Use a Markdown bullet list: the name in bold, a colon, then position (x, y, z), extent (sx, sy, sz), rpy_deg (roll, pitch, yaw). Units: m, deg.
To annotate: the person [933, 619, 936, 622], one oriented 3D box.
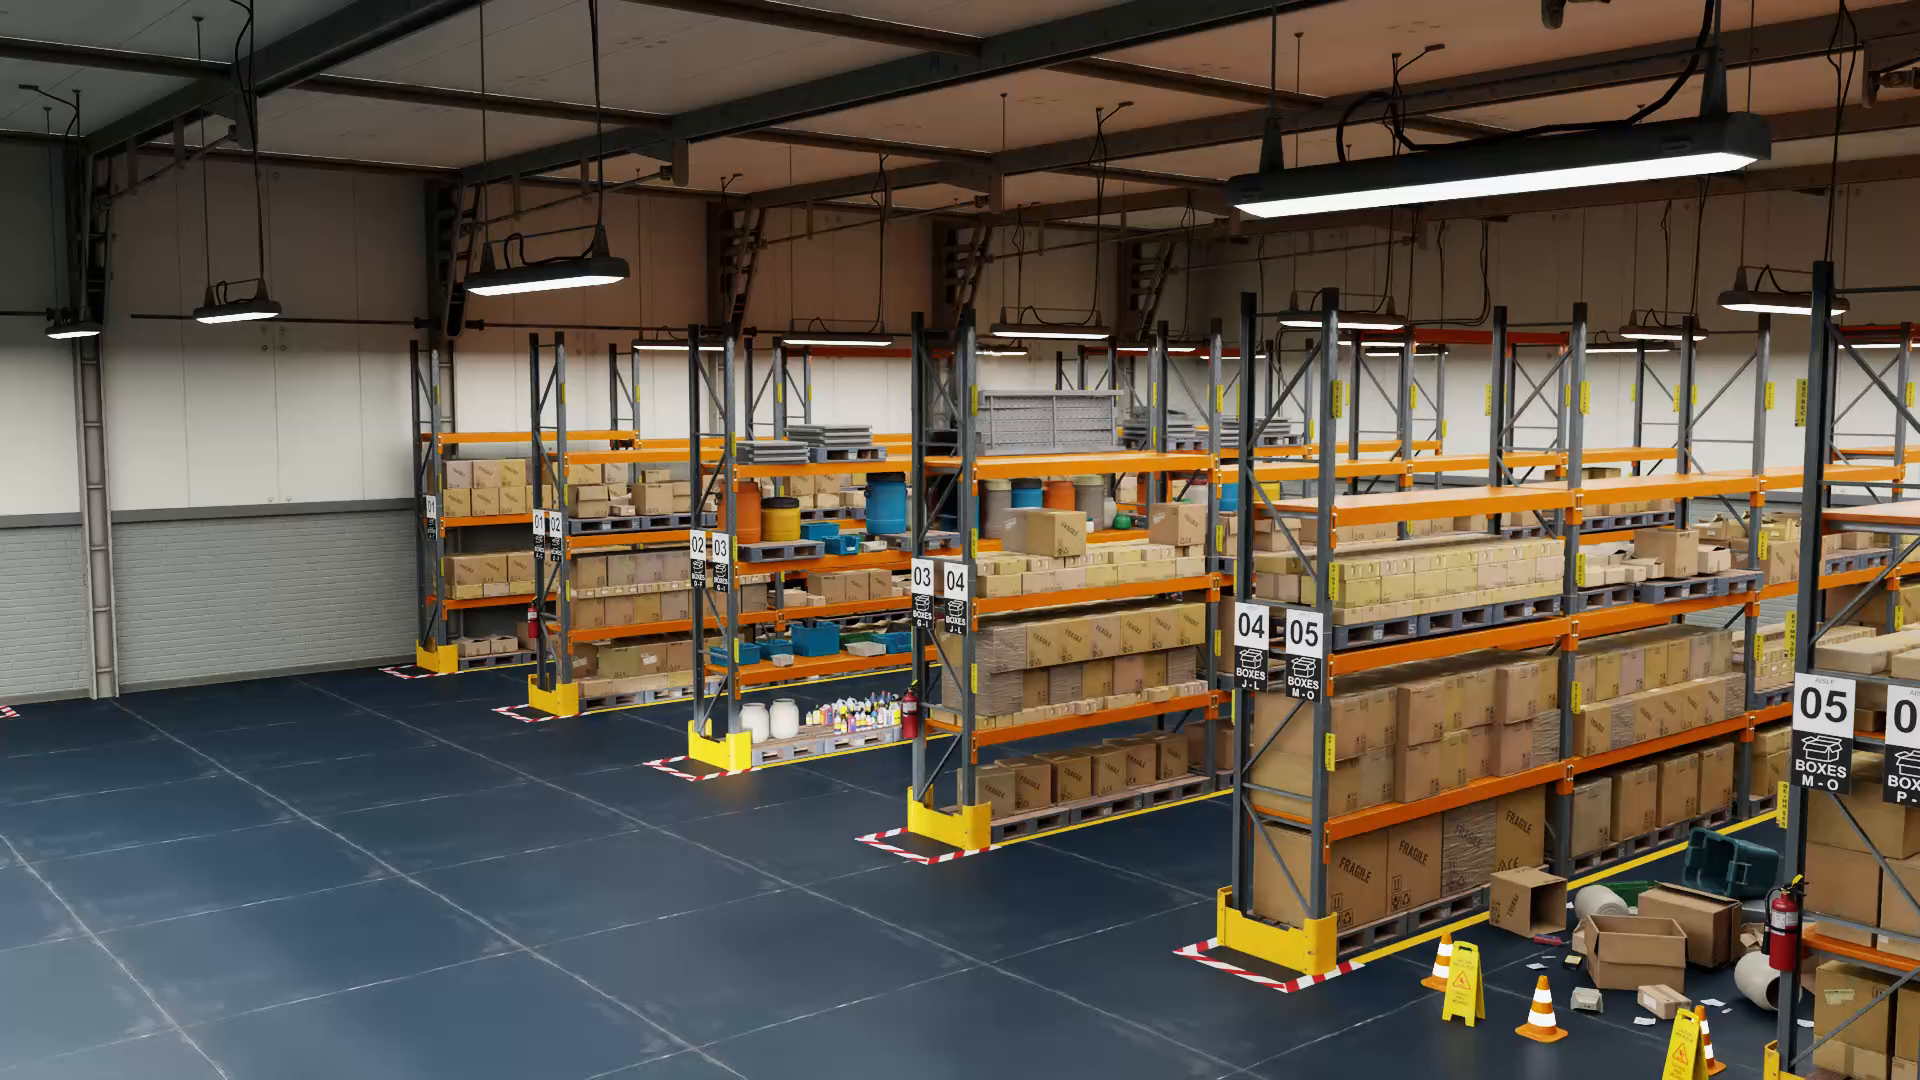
- **person**: position (-0.794, 1.188, 34.360), extent (0.594, 1.627, 0.515), rpy_deg (5, 7, 45)
